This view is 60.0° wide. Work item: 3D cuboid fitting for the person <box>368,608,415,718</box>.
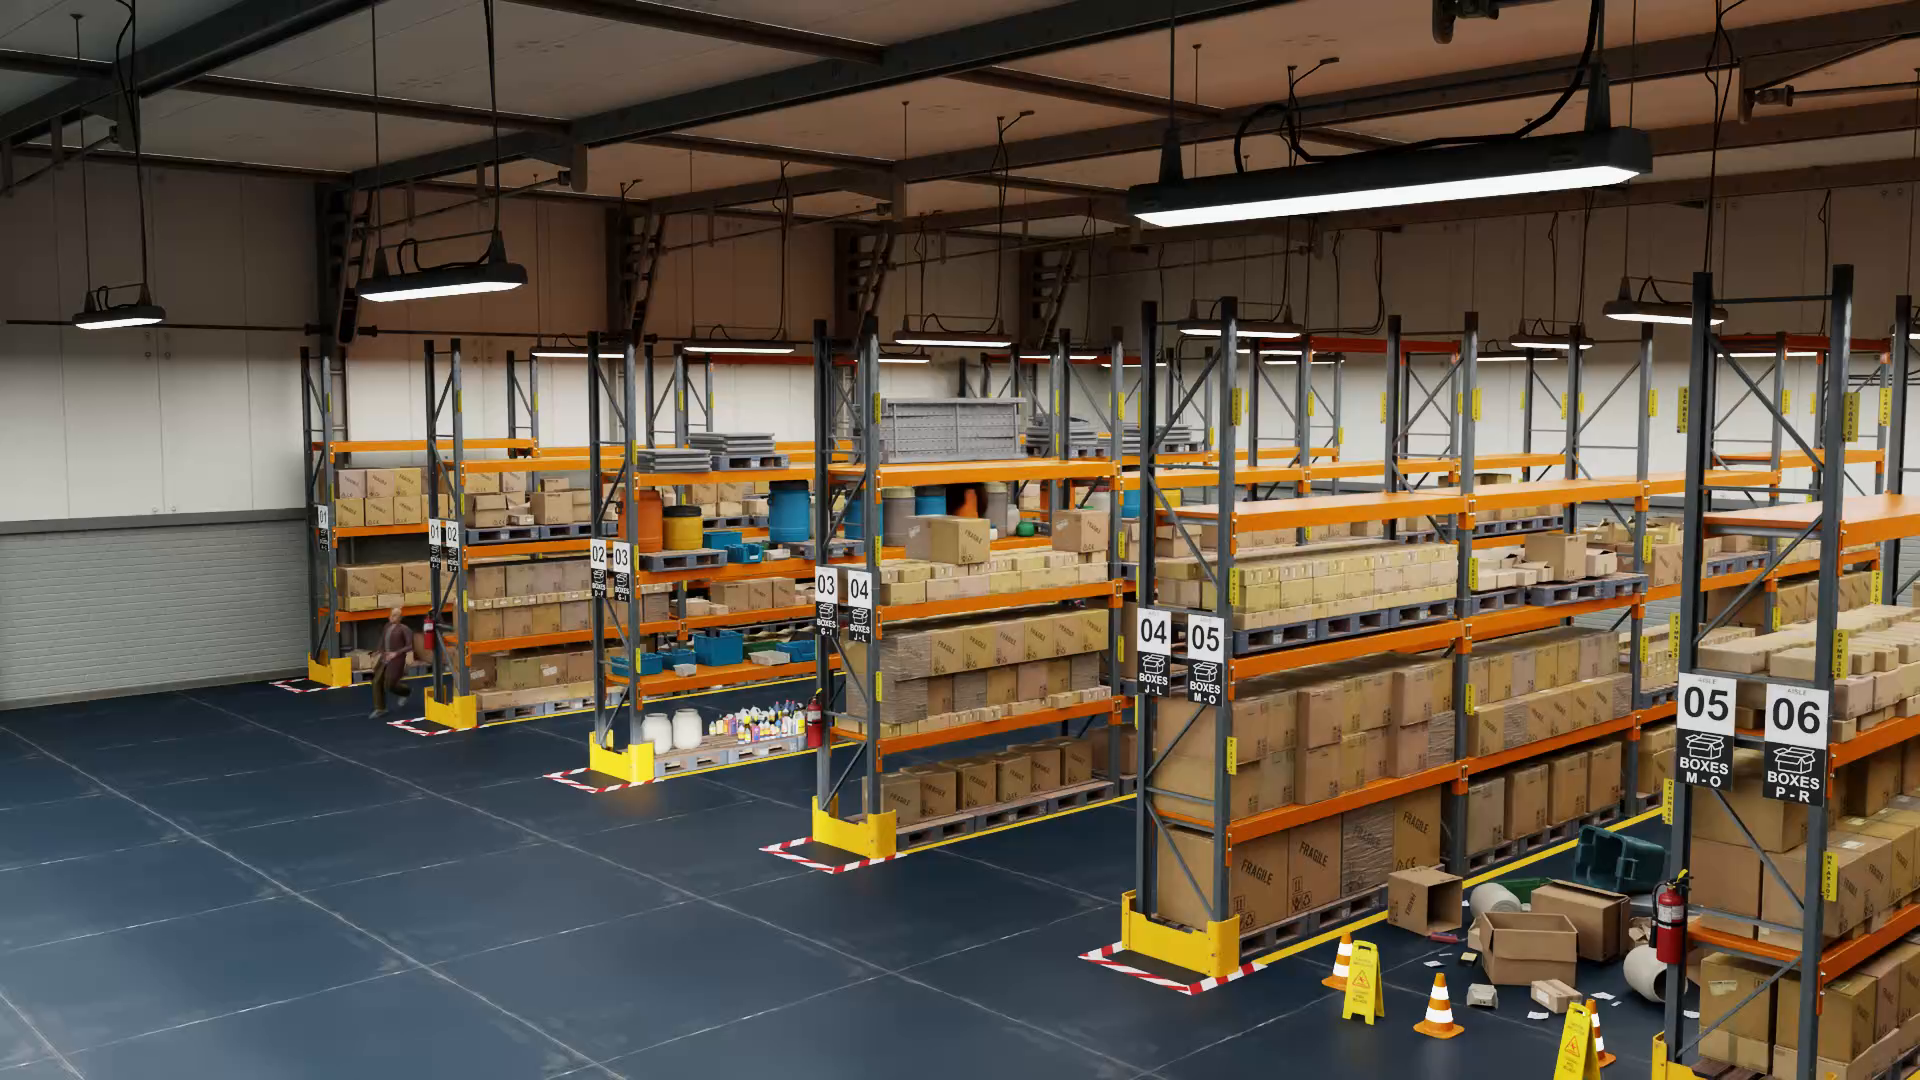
[{"bbox_3d":[-9.085,1.972,26.779,0.760,1.767,0.851,2,6,26],"label":"person"}]
